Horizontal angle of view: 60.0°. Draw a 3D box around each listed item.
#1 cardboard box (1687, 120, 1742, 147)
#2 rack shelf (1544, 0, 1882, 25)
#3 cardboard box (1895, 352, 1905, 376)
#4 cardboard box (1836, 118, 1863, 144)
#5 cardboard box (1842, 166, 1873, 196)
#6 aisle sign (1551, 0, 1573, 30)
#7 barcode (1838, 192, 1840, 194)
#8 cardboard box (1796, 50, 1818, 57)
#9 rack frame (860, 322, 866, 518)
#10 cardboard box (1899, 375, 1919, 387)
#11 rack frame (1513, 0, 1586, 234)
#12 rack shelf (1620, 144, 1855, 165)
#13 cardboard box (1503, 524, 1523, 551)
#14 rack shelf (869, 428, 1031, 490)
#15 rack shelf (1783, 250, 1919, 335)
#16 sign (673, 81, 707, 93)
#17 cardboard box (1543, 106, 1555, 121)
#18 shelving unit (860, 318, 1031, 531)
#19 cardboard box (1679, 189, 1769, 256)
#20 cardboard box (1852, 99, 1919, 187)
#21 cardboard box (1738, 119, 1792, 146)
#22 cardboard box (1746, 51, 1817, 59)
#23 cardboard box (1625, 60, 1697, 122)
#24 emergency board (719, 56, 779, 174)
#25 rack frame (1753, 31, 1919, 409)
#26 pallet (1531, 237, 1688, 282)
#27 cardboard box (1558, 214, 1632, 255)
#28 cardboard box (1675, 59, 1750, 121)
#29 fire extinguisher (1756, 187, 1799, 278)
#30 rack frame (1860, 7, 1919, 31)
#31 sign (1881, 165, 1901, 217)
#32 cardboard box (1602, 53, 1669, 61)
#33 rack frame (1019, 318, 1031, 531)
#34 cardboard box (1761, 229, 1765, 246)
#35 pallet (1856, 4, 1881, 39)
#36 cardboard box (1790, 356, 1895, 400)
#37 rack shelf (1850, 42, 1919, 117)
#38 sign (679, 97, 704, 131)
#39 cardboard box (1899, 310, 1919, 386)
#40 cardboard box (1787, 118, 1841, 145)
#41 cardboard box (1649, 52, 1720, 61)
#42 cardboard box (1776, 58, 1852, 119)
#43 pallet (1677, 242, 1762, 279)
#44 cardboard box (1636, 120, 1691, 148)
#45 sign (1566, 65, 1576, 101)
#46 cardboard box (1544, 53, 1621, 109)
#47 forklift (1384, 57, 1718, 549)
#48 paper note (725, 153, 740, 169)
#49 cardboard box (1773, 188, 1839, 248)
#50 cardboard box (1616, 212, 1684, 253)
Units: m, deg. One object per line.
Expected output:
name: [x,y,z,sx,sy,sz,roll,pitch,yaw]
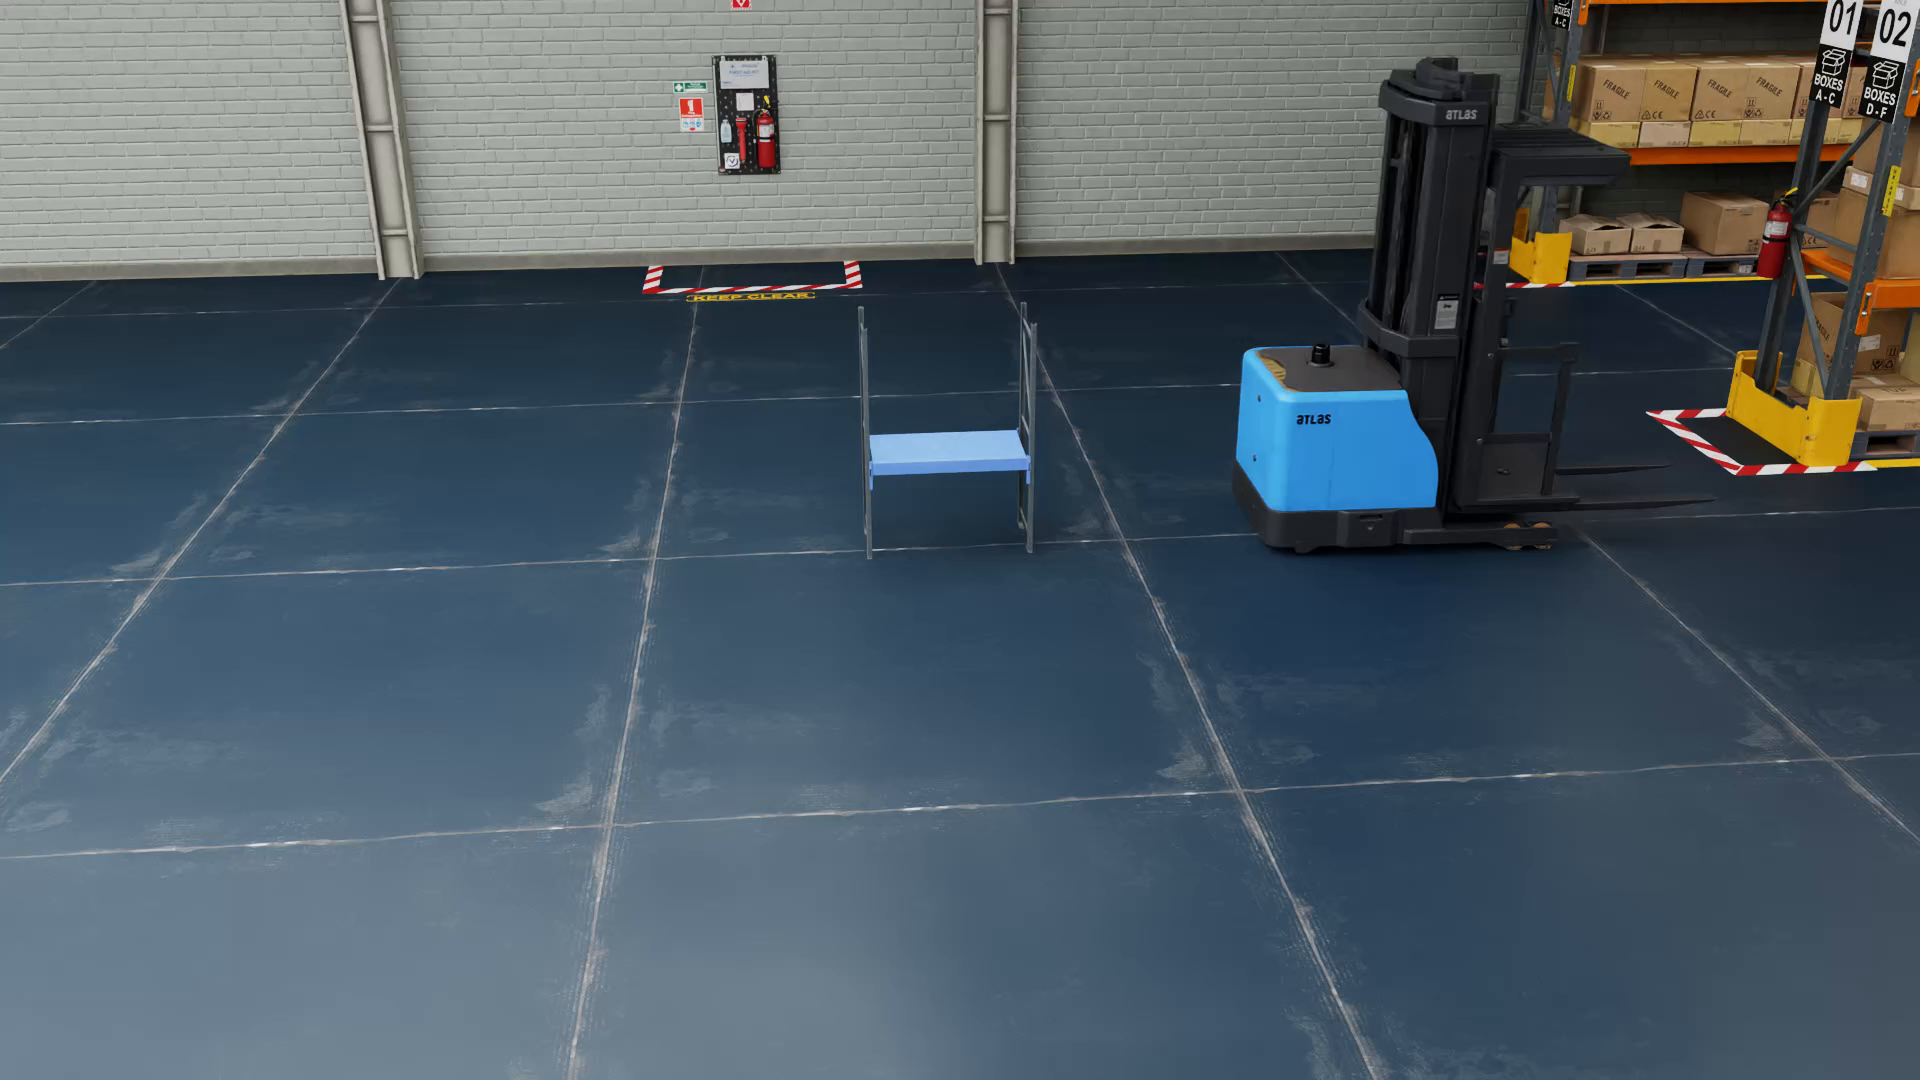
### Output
cardboard box: [7.254,-4.015,16.249,0.500,0.250,0.500,-3,24,-6]
rack shelf: [7.705,-5.260,16.085,4.000,0.370,1.077,-2,24,-5]
cardboard box: [7.206,-1.238,12.709,0.500,0.250,0.500,-2,24,-5]
cardboard box: [8.757,-4.081,16.398,0.500,0.250,0.500,-2,24,-5]
cardboard box: [6.566,-2.571,11.919,0.250,0.149,0.380,-3,24,-6]
aisle sign: [5.672,-5.202,15.561,0.004,0.787,0.394,-2,24,-5]
barcode: [9.134,-3.579,17.250,0.075,0.075,0.001,-2,24,-5]
cardboard box: [8.692,-4.628,16.706,0.500,0.500,0.500,-2,24,-5]
rack frame: [-0.591,-0.661,10.391,0.013,1.308,0.475,-2,24,-5]
cardboard box: [7.258,-1.025,12.231,0.500,0.250,0.500,-2,24,-5]
rack frame: [5.714,-4.139,16.368,0.127,3.000,1.000,-2,24,-5]
rack shelf: [7.705,-3.890,16.694,4.000,0.370,1.077,-2,24,-5]
cardboard box: [3.524,-0.019,10.601,0.160,0.156,0.130,-3,24,-6]
rack shelf: [-0.085,-0.518,10.511,1.000,0.185,0.538,-2,24,-5]
rack shelf: [8.195,-1.888,12.189,4.000,0.370,1.077,-2,24,-5]
sign: [-2.663,-4.468,16.413,0.331,0.109,0.001,-2,24,-5]
cardboard box: [6.160,-4.176,16.613,0.500,0.250,0.500,-2,24,-4]
shelving unit: [-0.085,-0.682,10.438,1.030,1.308,0.538,-2,24,-5]
cardboard box: [7.714,-3.220,16.838,0.500,0.500,0.700,-4,24,-8]
cardboard box: [6.723,-2.791,11.615,0.500,0.500,0.700,-2,24,-5]
cardboard box: [7.757,-4.034,16.293,0.500,0.250,0.500,-2,24,-5]
cardboard box: [8.195,-4.610,16.666,0.500,0.500,0.500,-2,24,-4]
cardboard box: [6.712,-4.335,16.047,0.500,0.500,0.500,-2,24,-5]
emergency board: [-2.104,-4.193,16.491,0.636,1.158,0.192,-2,24,-5]
rack frame: [6.205,-2.136,11.864,0.127,3.000,1.000,-2,24,-5]
pallet: [6.602,-2.886,16.982,1.213,0.211,1.003,-2,24,-5]
cardboard box: [6.412,-3.102,16.805,0.500,0.311,0.500,-5,24,-11]
cardboard box: [7.227,-4.353,16.088,0.500,0.500,0.500,-3,24,-7]
fire extinguisher: [6.042,-2.284,12.291,0.183,0.674,0.296,-2,24,-5]
rack frame: [6.205,-4.878,10.645,0.127,3.000,1.000,-2,24,-5]
sign: [6.253,-2.344,11.166,0.005,0.325,0.100,-2,24,-5]
cardboard box: [6.664,-4.543,16.514,0.500,0.500,0.500,-2,24,-4]
rack frame: [0.421,-0.702,10.482,0.013,1.308,0.475,-2,24,-5]
cardboard box: [8.101,-3.141,17.092,0.250,0.149,0.380,-4,24,-9]
pallet: [6.911,-3.485,11.312,1.213,0.211,1.003,-2,24,-5]
cardboard box: [6.710,-1.213,12.654,0.500,0.250,0.500,-2,24,-5]
rack shelf: [8.195,-3.258,11.580,4.000,0.370,1.077,-2,24,-5]
sign: [-2.668,-4.229,16.528,0.234,0.329,0.001,-2,24,-5]
cardboard box: [7.258,-1.367,12.077,0.500,0.500,0.500,-2,24,-5]
cardboard box: [8.258,-4.055,16.339,0.500,0.250,0.500,-2,24,-5]
cardboard box: [15.270,0.065,5.669,13.577,0.889,26.022,-3,24,-7]
cardboard box: [8.256,-4.400,16.192,0.500,0.500,0.500,-3,24,-7]
pallet: [7.813,-2.933,17.089,1.213,0.211,1.003,-2,24,-5]
cardboard box: [6.746,-3.997,16.209,0.500,0.250,0.500,-3,24,-7]
sign: [5.768,-4.315,15.699,0.005,0.325,0.100,-2,24,-5]
cardboard box: [6.162,-4.527,16.478,0.500,0.500,0.500,-3,24,-6]
forklift: [3.395,-1.484,10.481,3.031,2.935,1.121,-2,24,-4]
paper note: [-2.291,-3.812,16.717,0.142,0.148,0.016,-2,24,-5]
cardboard box: [8.666,-3.299,17.016,0.500,0.500,0.500,-4,24,-9]
cardboard box: [6.979,-3.125,16.856,0.500,0.311,0.500,0,24,-1]
